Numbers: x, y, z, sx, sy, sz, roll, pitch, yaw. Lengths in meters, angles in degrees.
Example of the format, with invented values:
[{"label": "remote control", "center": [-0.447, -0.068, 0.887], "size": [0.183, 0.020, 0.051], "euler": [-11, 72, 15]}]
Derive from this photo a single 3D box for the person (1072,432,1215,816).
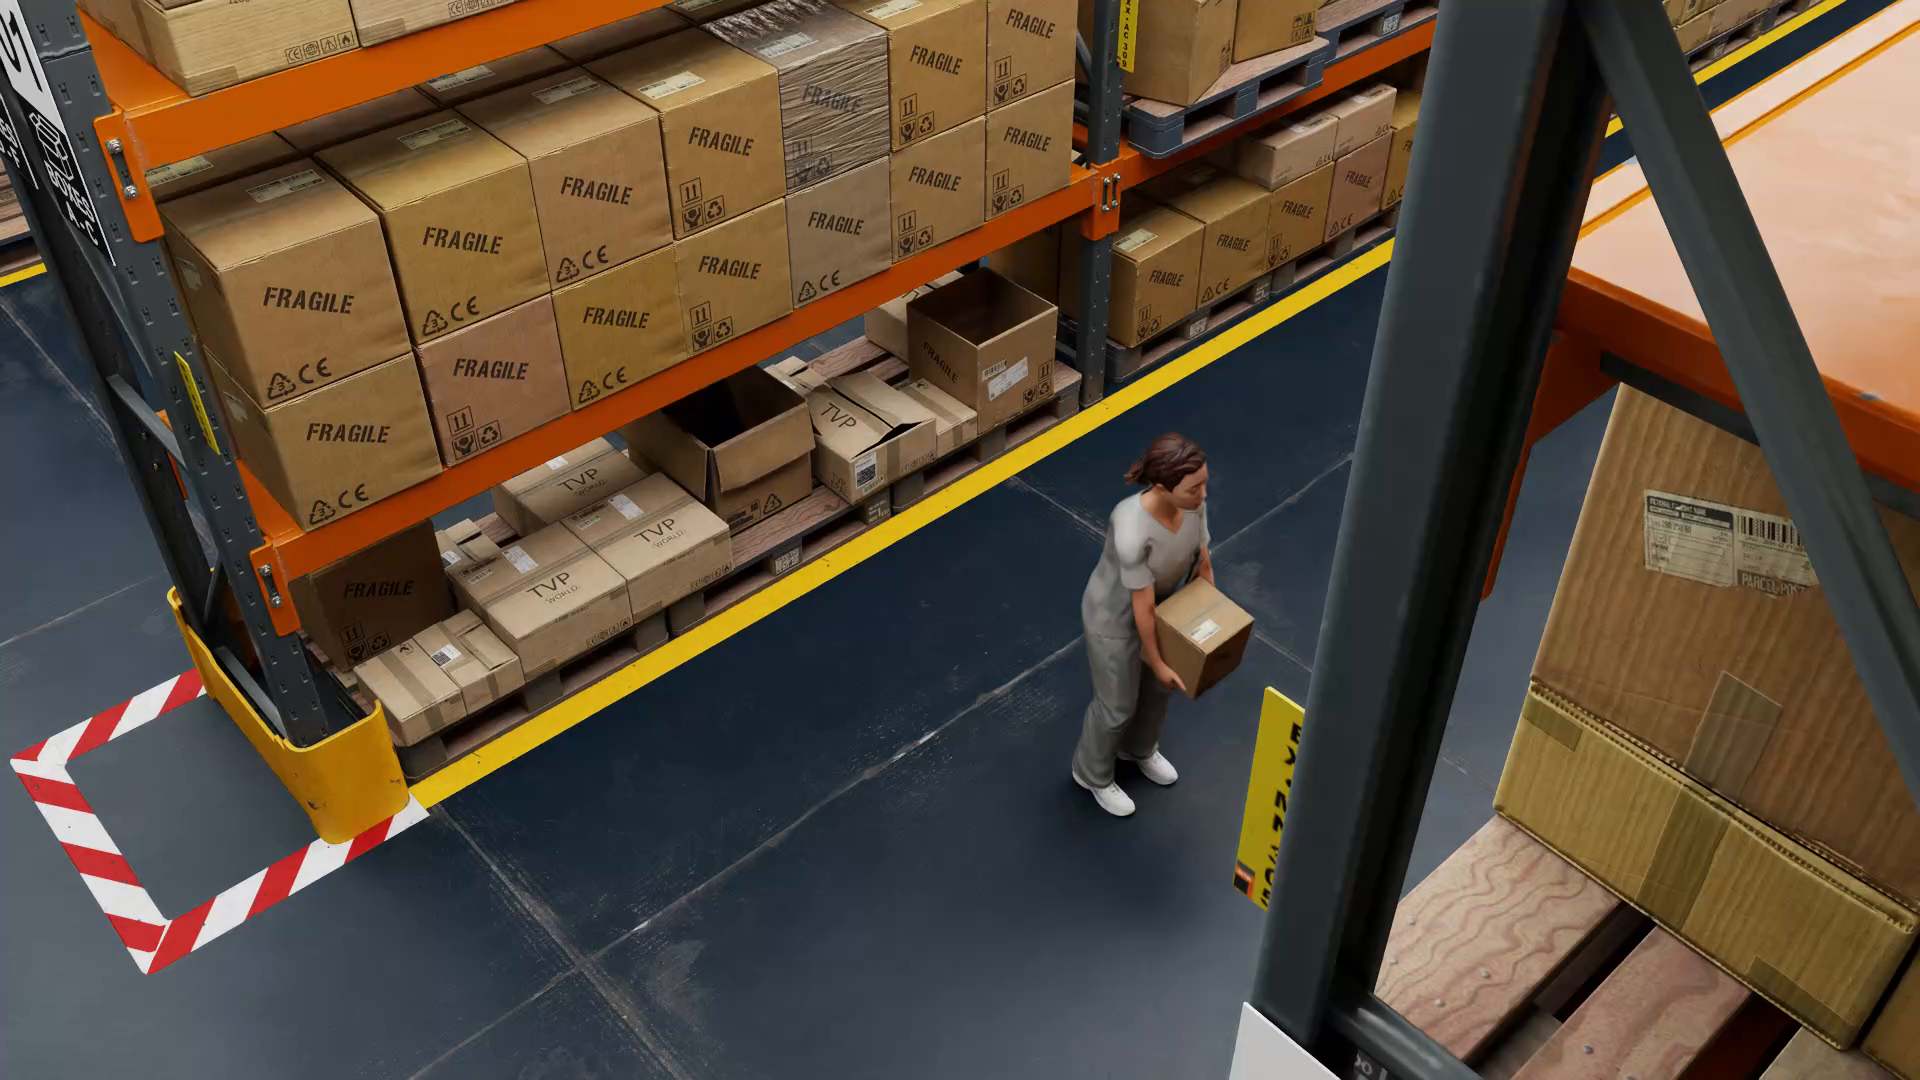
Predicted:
[{"label": "person", "center": [0.684, 0.312, 5.804], "size": [0.409, 1.658, 0.519], "euler": [-31, 49, -32]}]
